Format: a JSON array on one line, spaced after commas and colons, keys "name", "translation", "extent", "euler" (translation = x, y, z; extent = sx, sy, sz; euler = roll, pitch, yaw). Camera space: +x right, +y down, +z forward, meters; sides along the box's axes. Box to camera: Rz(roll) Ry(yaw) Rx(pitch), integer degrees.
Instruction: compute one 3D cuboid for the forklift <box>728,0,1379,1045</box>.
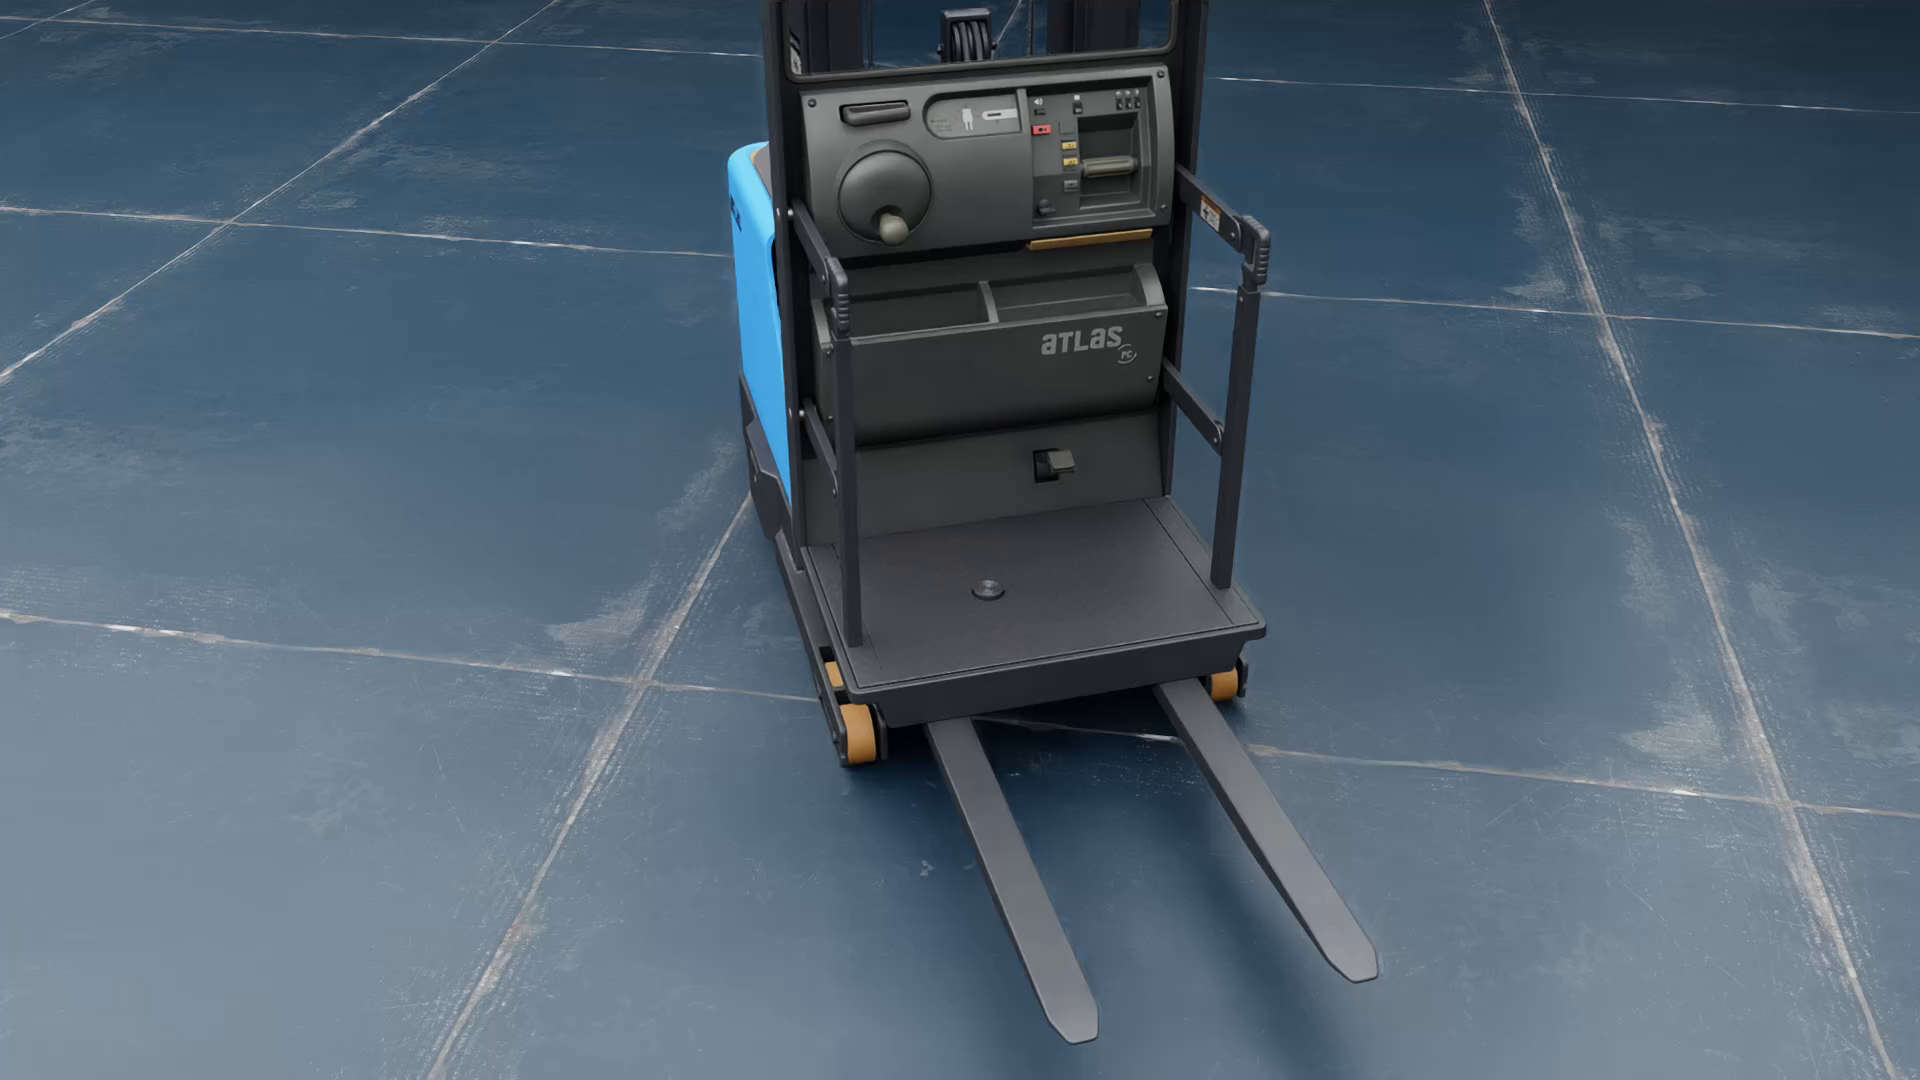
[{"name": "forklift", "translation": [0.139, -0.888, 3.907], "extent": [1.130, 2.935, 3.031], "euler": [-8, 33, -13]}]
